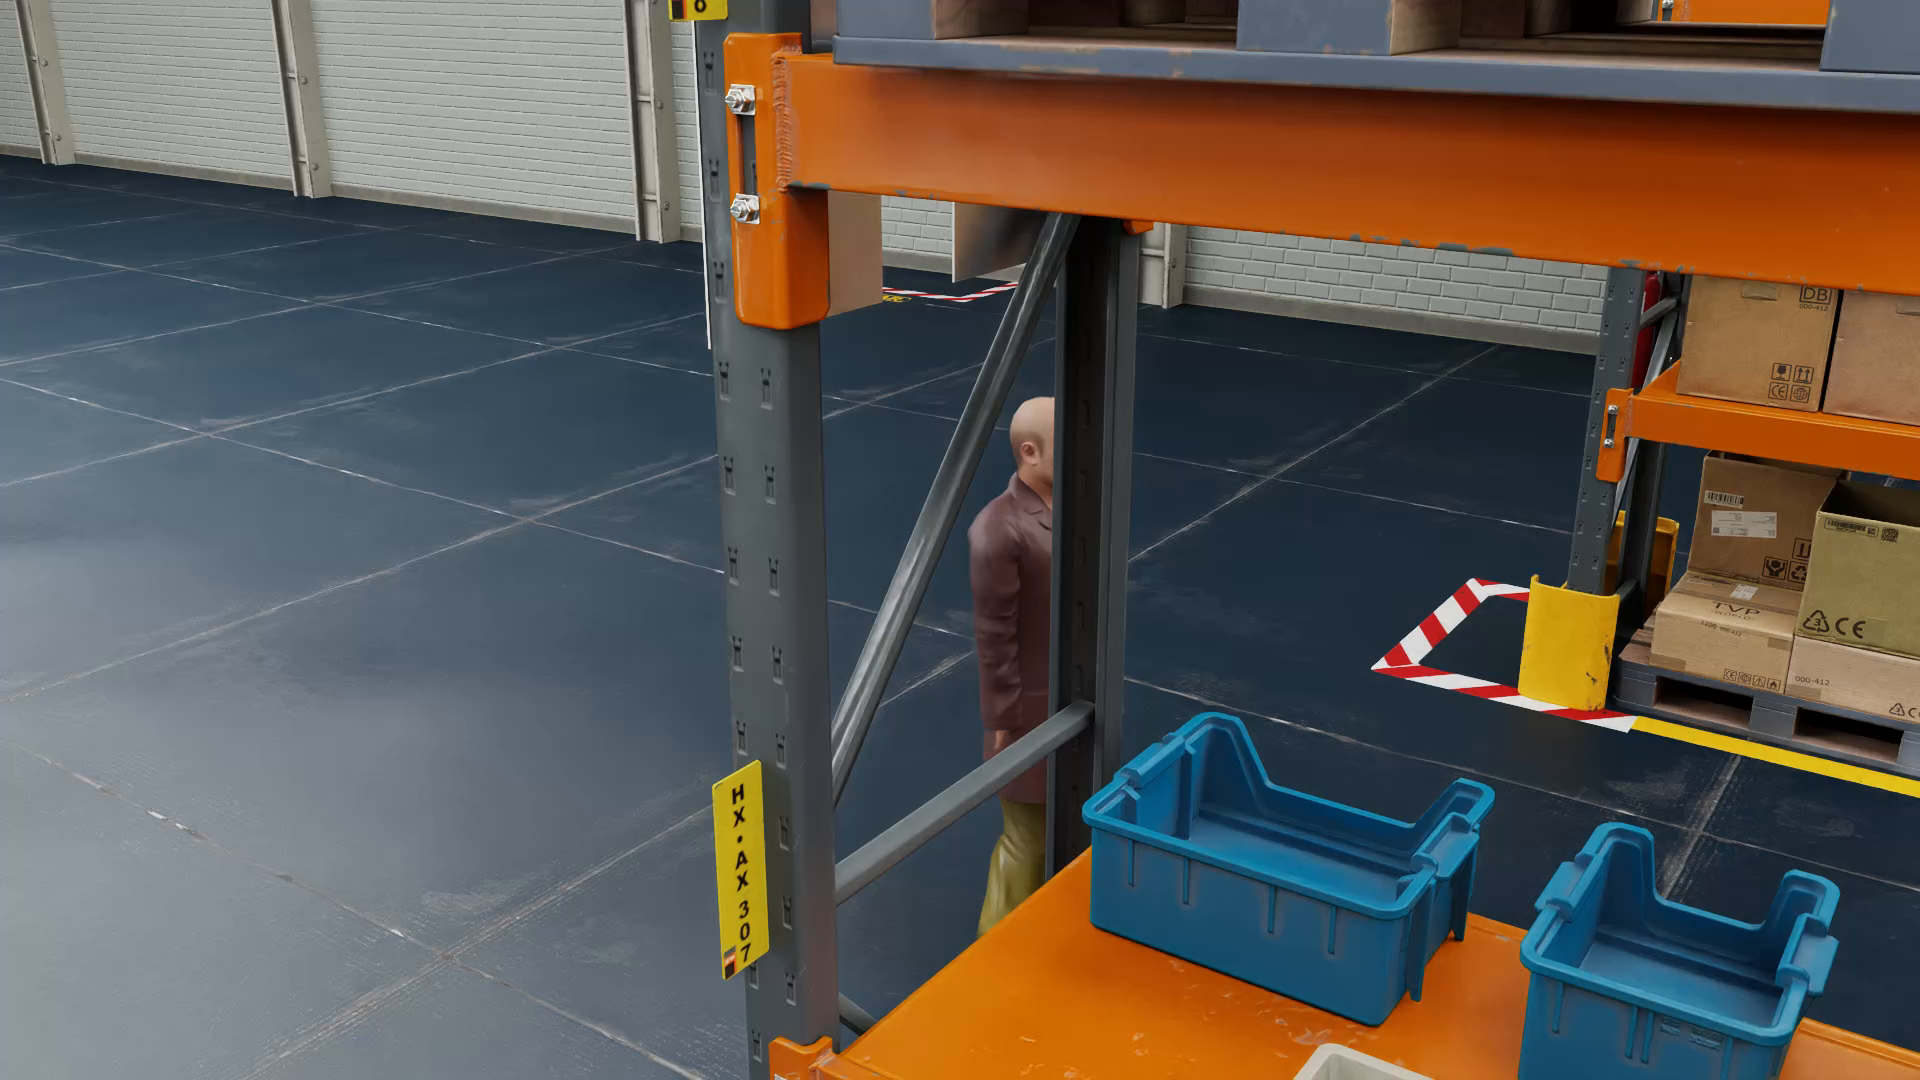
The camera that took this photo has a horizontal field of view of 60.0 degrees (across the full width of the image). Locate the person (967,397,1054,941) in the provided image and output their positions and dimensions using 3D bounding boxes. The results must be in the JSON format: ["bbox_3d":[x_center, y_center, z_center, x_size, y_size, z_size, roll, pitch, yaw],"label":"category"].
[{"bbox_3d":[0.269,0.464,4.800,0.418,1.783,0.561,13,23,33],"label":"person"}]
